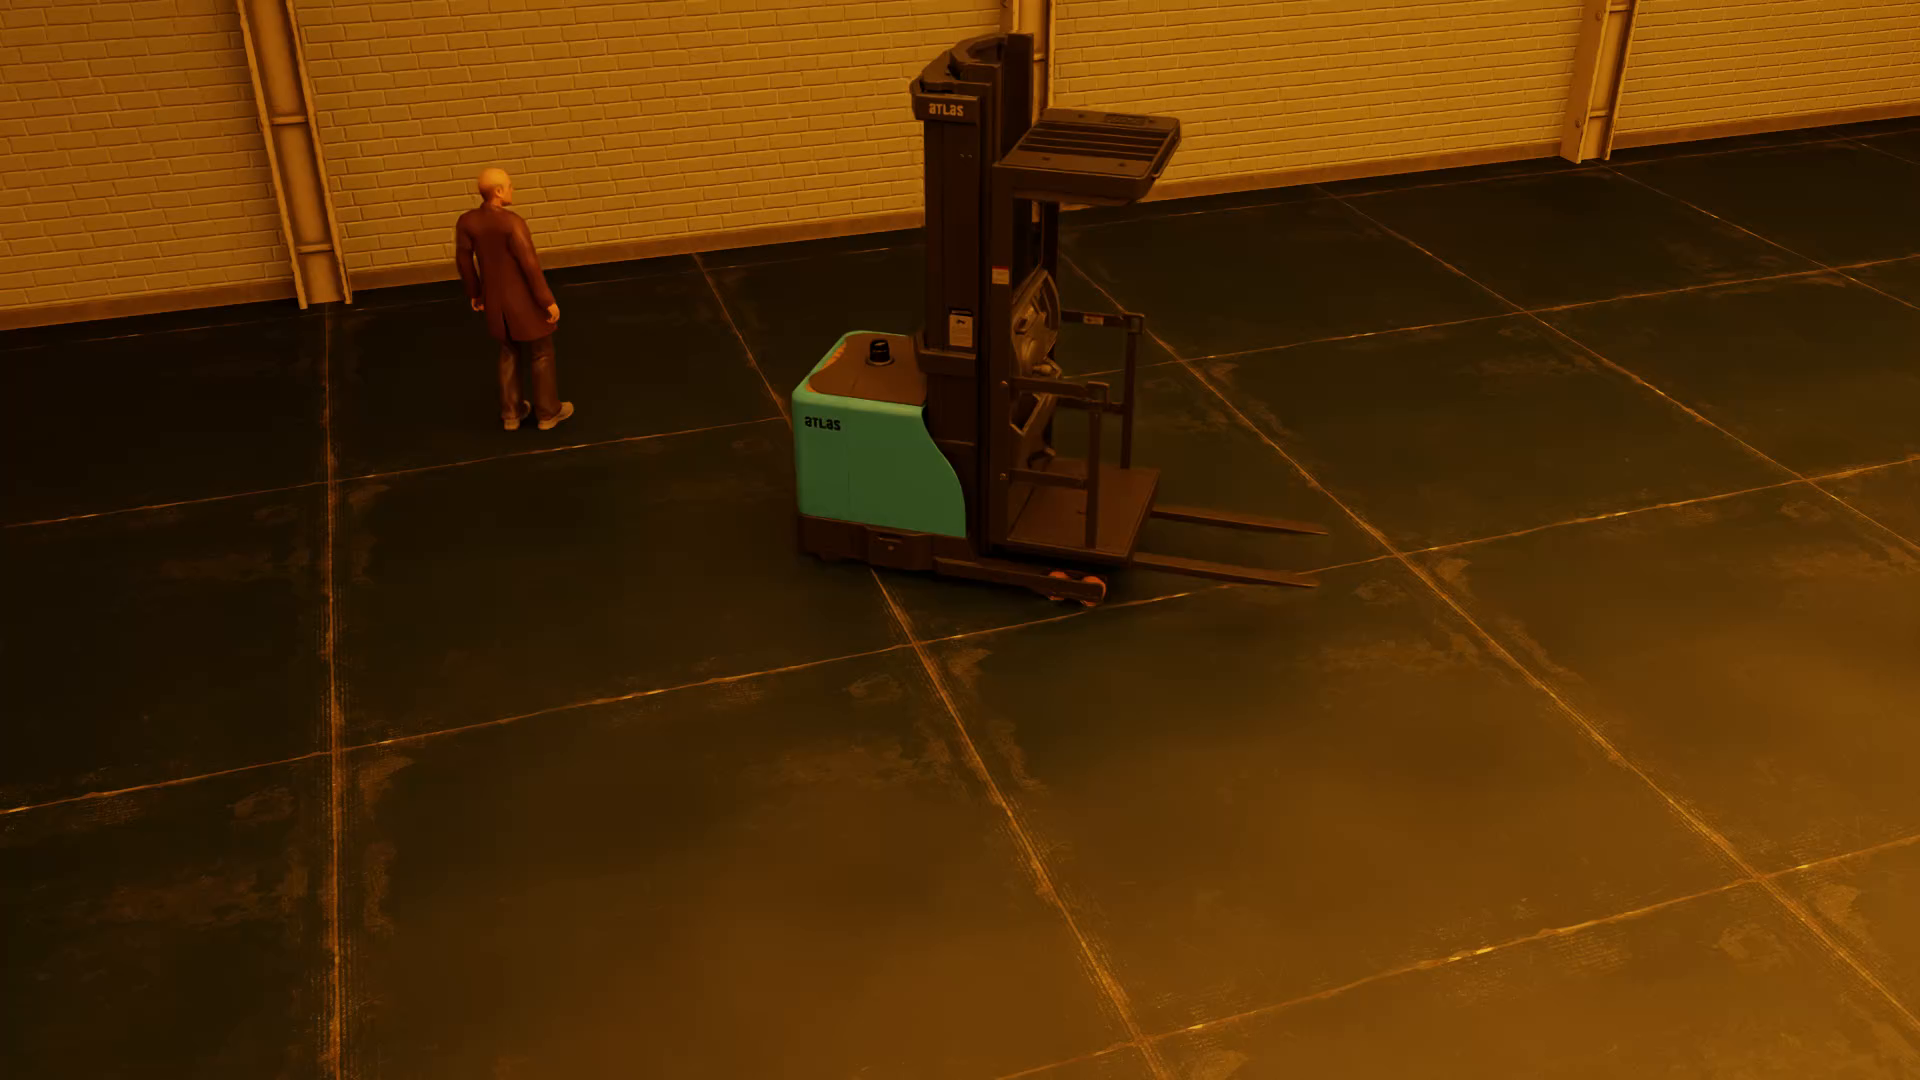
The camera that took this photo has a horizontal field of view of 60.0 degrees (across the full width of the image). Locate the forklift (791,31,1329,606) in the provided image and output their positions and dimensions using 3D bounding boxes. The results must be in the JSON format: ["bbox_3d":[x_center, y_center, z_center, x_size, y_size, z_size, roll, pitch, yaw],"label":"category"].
[{"bbox_3d":[0.607,-1.193,9.160,3.031,2.935,1.130,8,31,14],"label":"forklift"}]

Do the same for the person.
[{"bbox_3d":[-2.936,-1.604,11.031,0.705,1.778,0.456,10,31,17],"label":"person"}]
